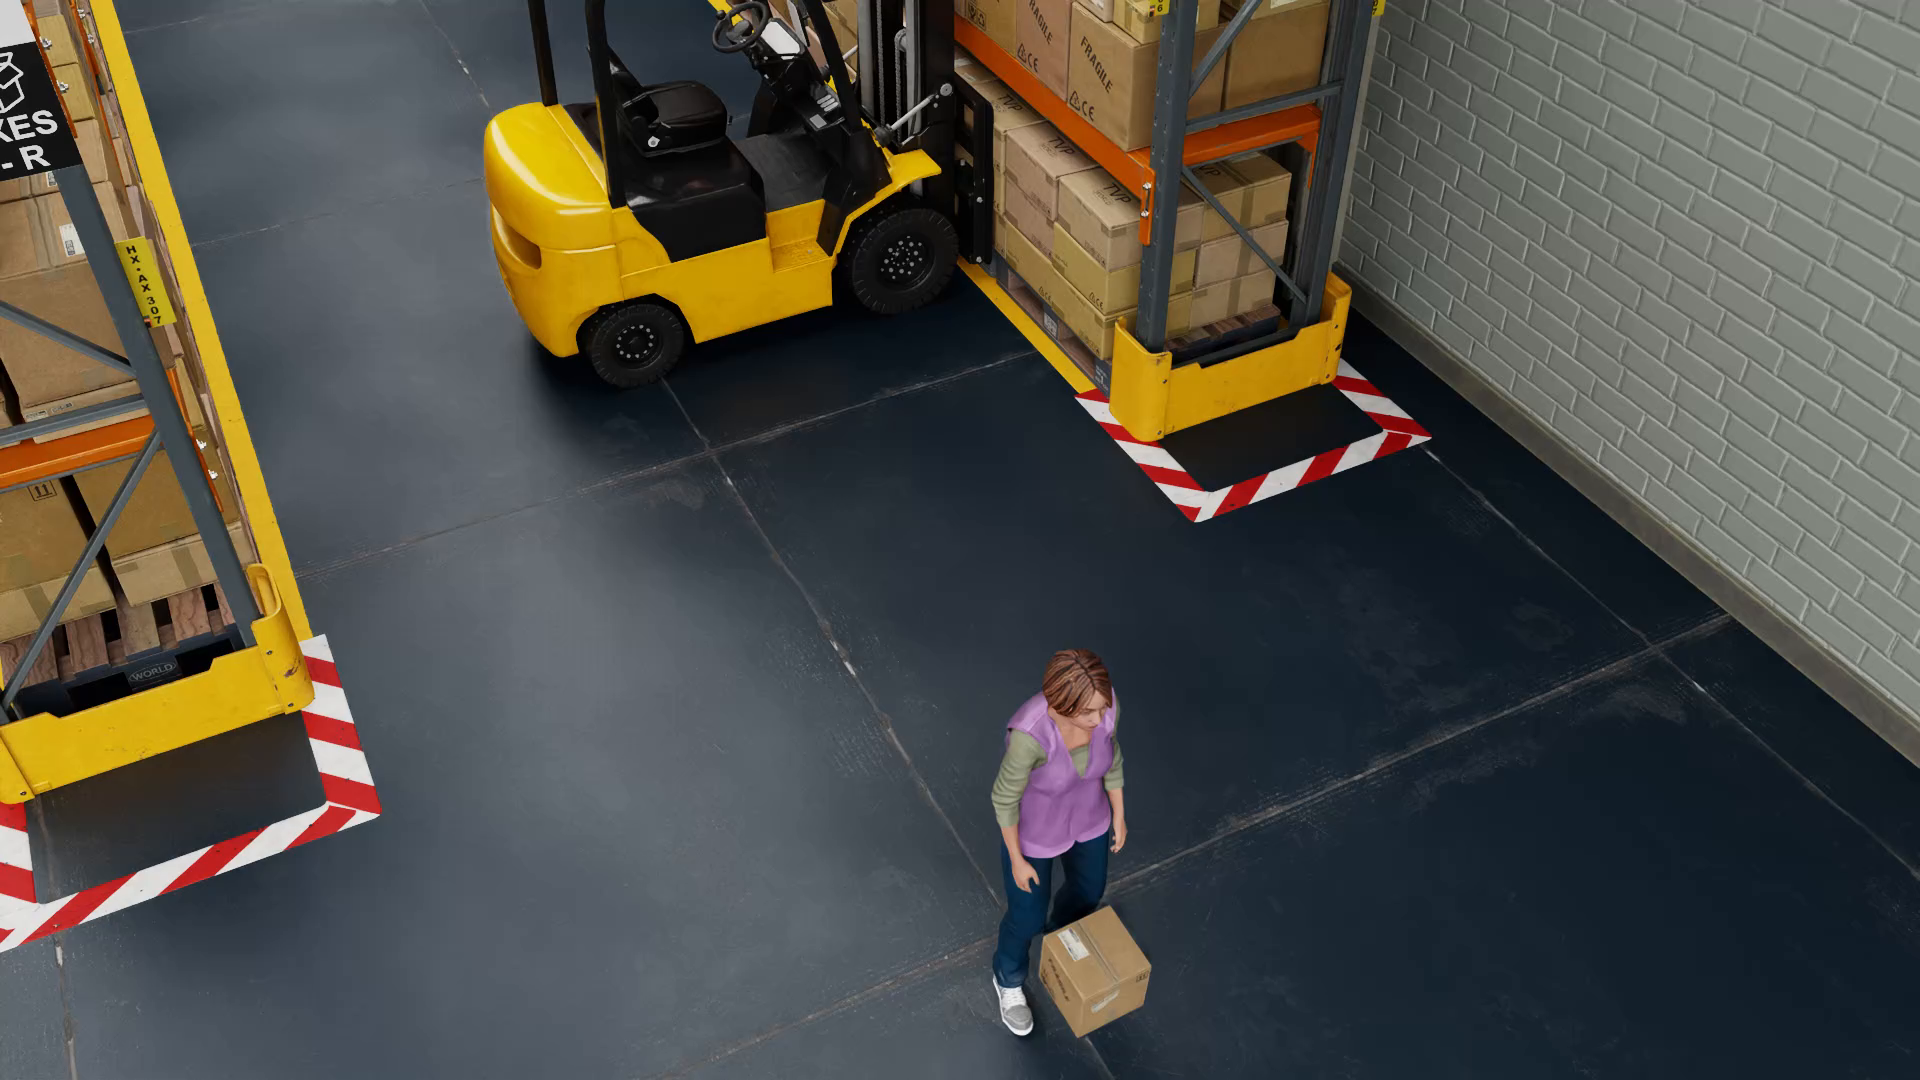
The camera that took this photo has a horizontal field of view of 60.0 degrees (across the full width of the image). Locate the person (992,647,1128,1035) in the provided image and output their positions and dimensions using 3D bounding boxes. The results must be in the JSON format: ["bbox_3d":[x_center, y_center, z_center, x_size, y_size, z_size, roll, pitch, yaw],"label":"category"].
[{"bbox_3d":[0.301,0.908,5.159,0.444,1.585,0.345,-20,46,-21],"label":"person"}]
